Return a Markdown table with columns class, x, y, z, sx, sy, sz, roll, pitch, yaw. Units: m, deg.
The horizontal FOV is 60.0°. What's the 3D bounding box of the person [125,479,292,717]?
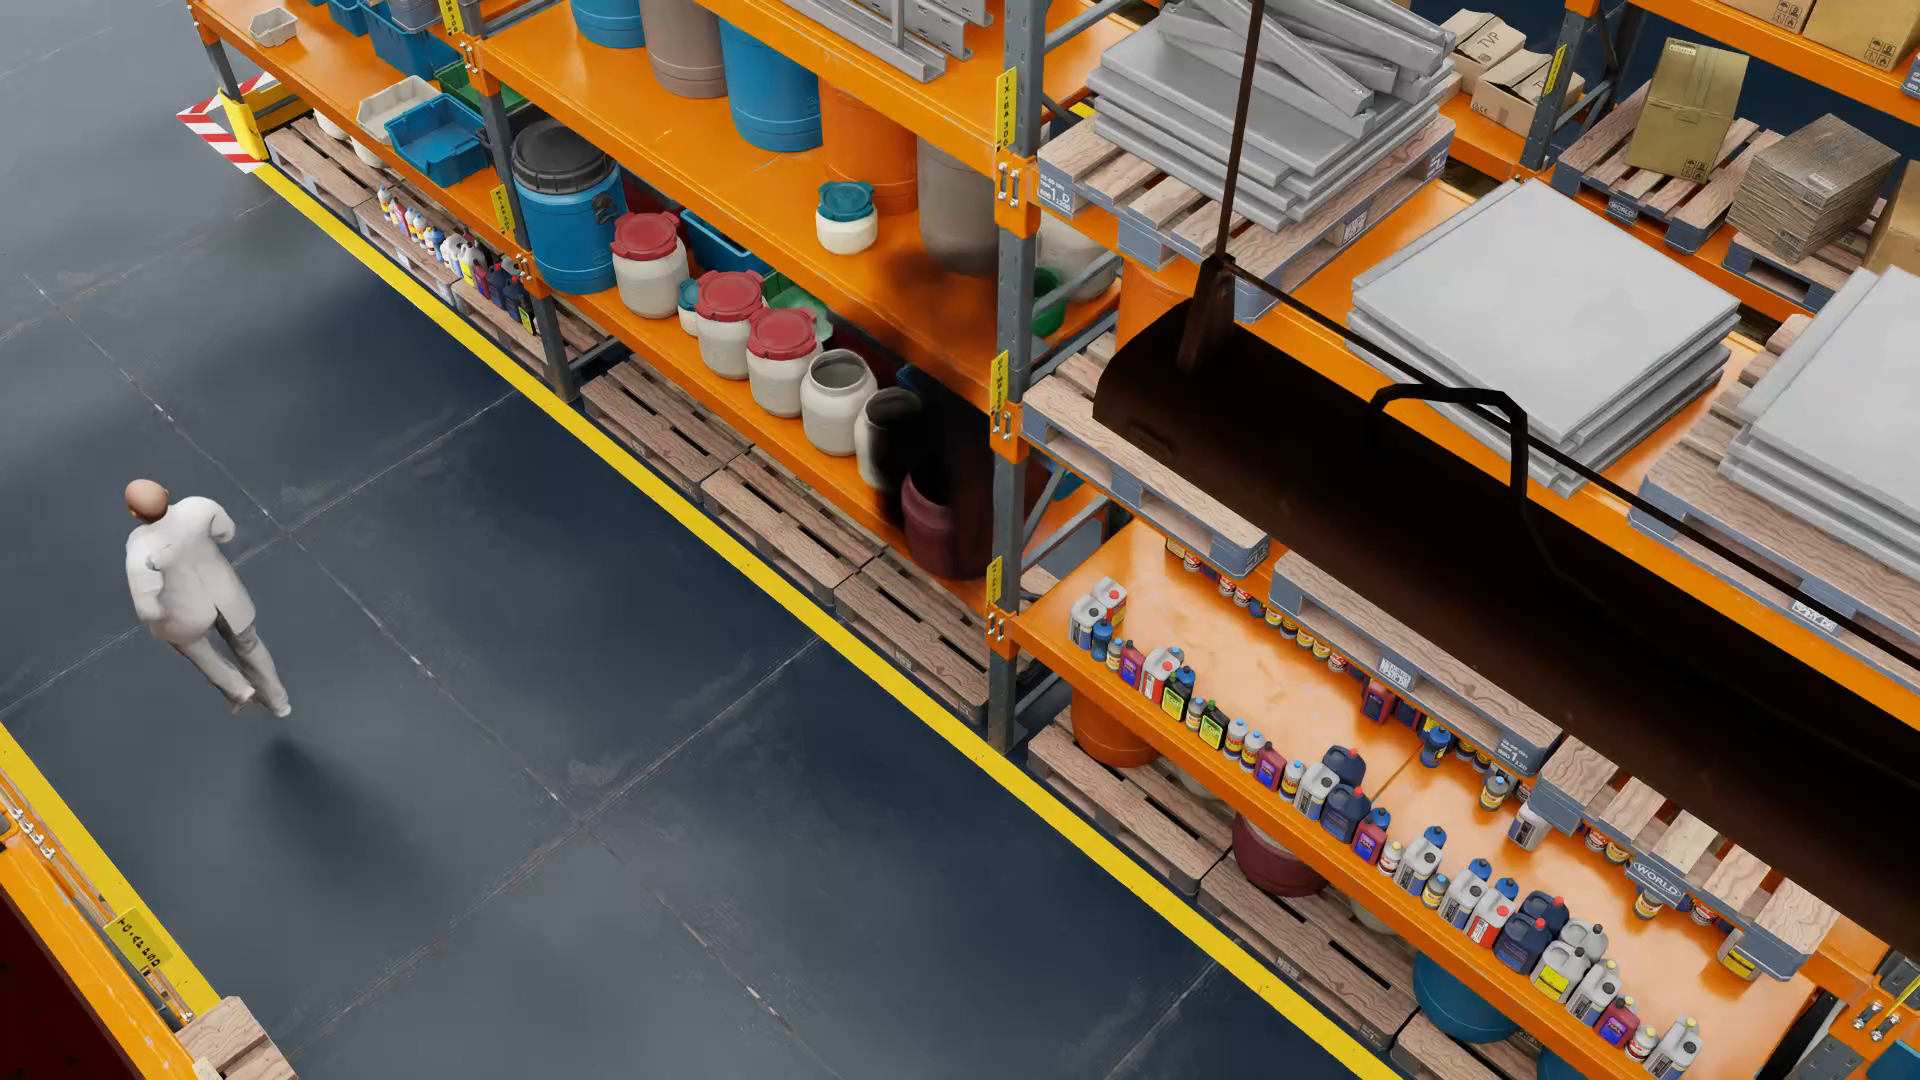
| class | x | y | z | sx | sy | sz | roll | pitch | yaw |
| --- | --- | --- | --- | --- | --- | --- | --- | --- | --- |
| person | -4.006 | 0.290 | 8.651 | 0.690 | 1.810 | 0.687 | 29 | 56 | 22 |
